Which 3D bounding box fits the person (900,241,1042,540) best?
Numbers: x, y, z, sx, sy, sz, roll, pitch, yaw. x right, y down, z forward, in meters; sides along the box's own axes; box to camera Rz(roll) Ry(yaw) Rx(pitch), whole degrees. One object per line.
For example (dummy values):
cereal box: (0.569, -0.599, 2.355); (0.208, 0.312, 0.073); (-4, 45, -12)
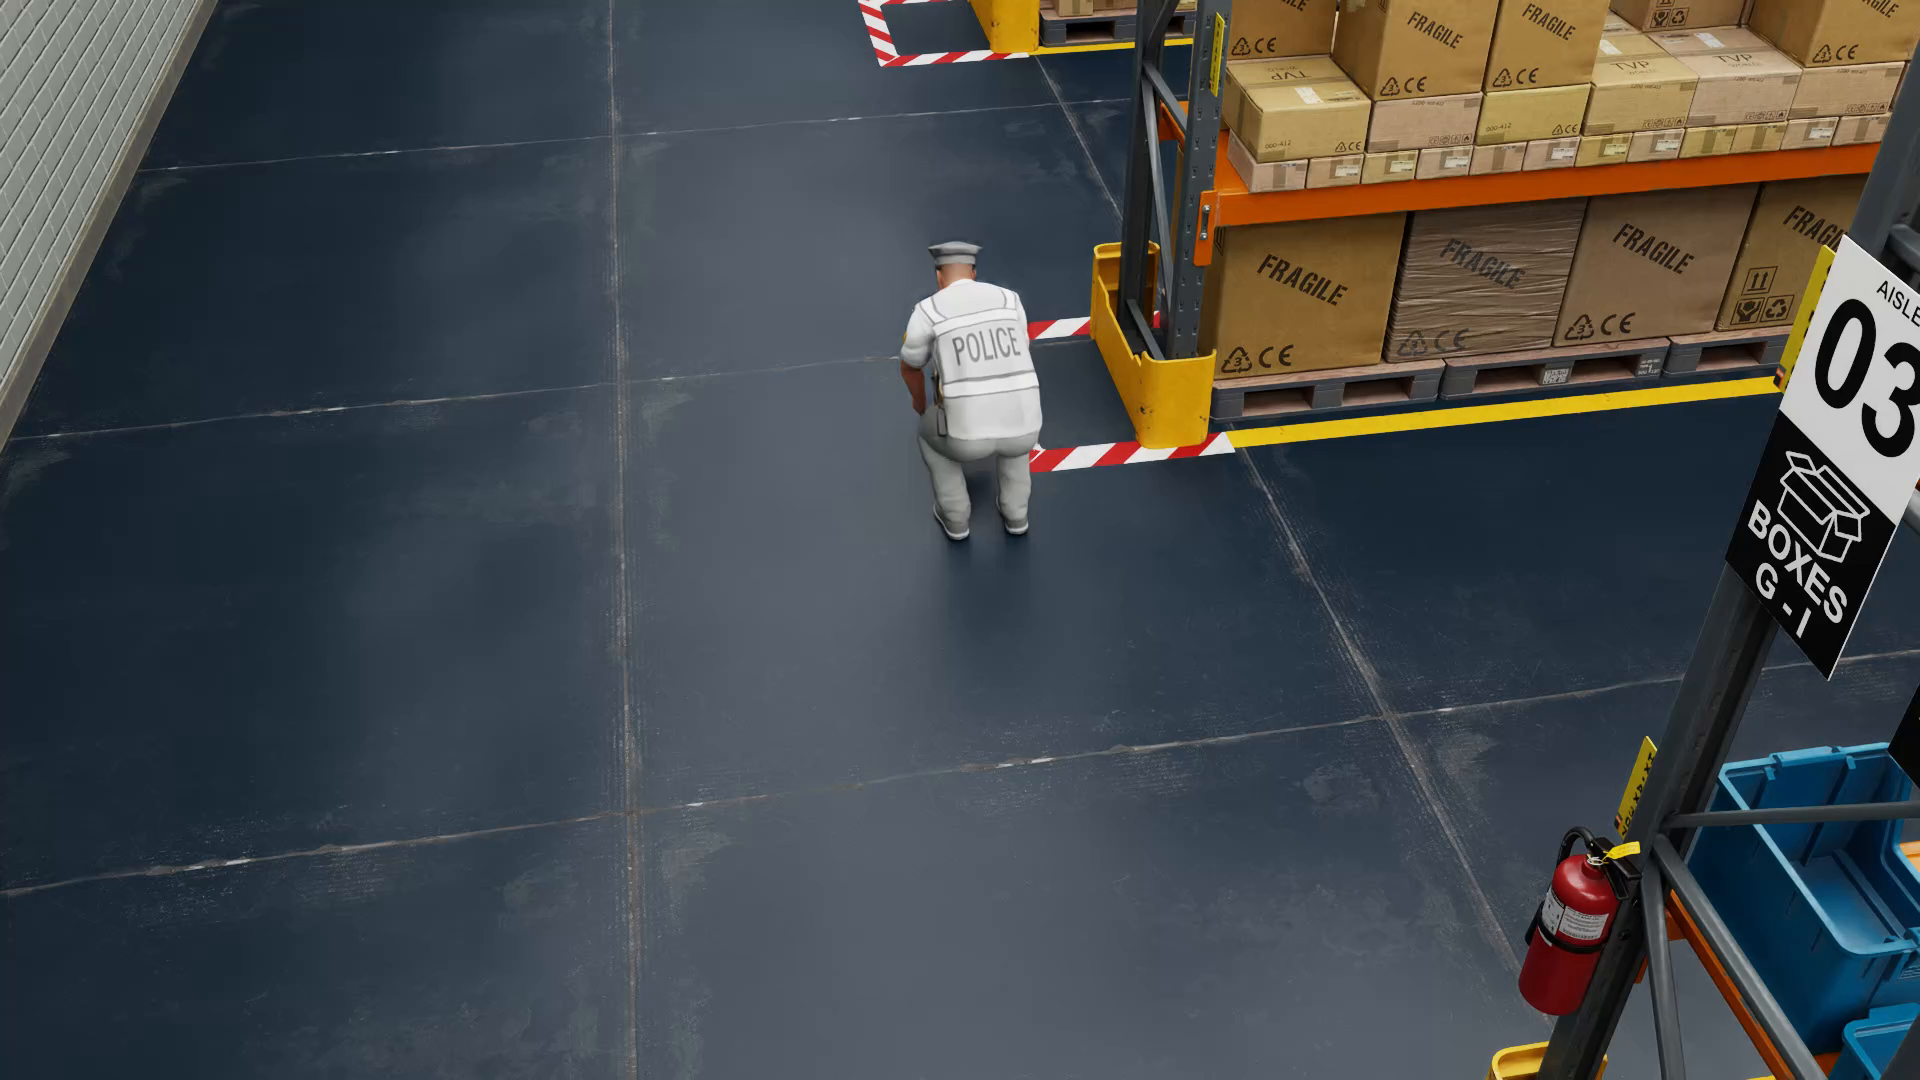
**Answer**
person: (0.046, -0.636, 7.365); (0.581, 1.241, 0.882); (-6, 39, -8)
